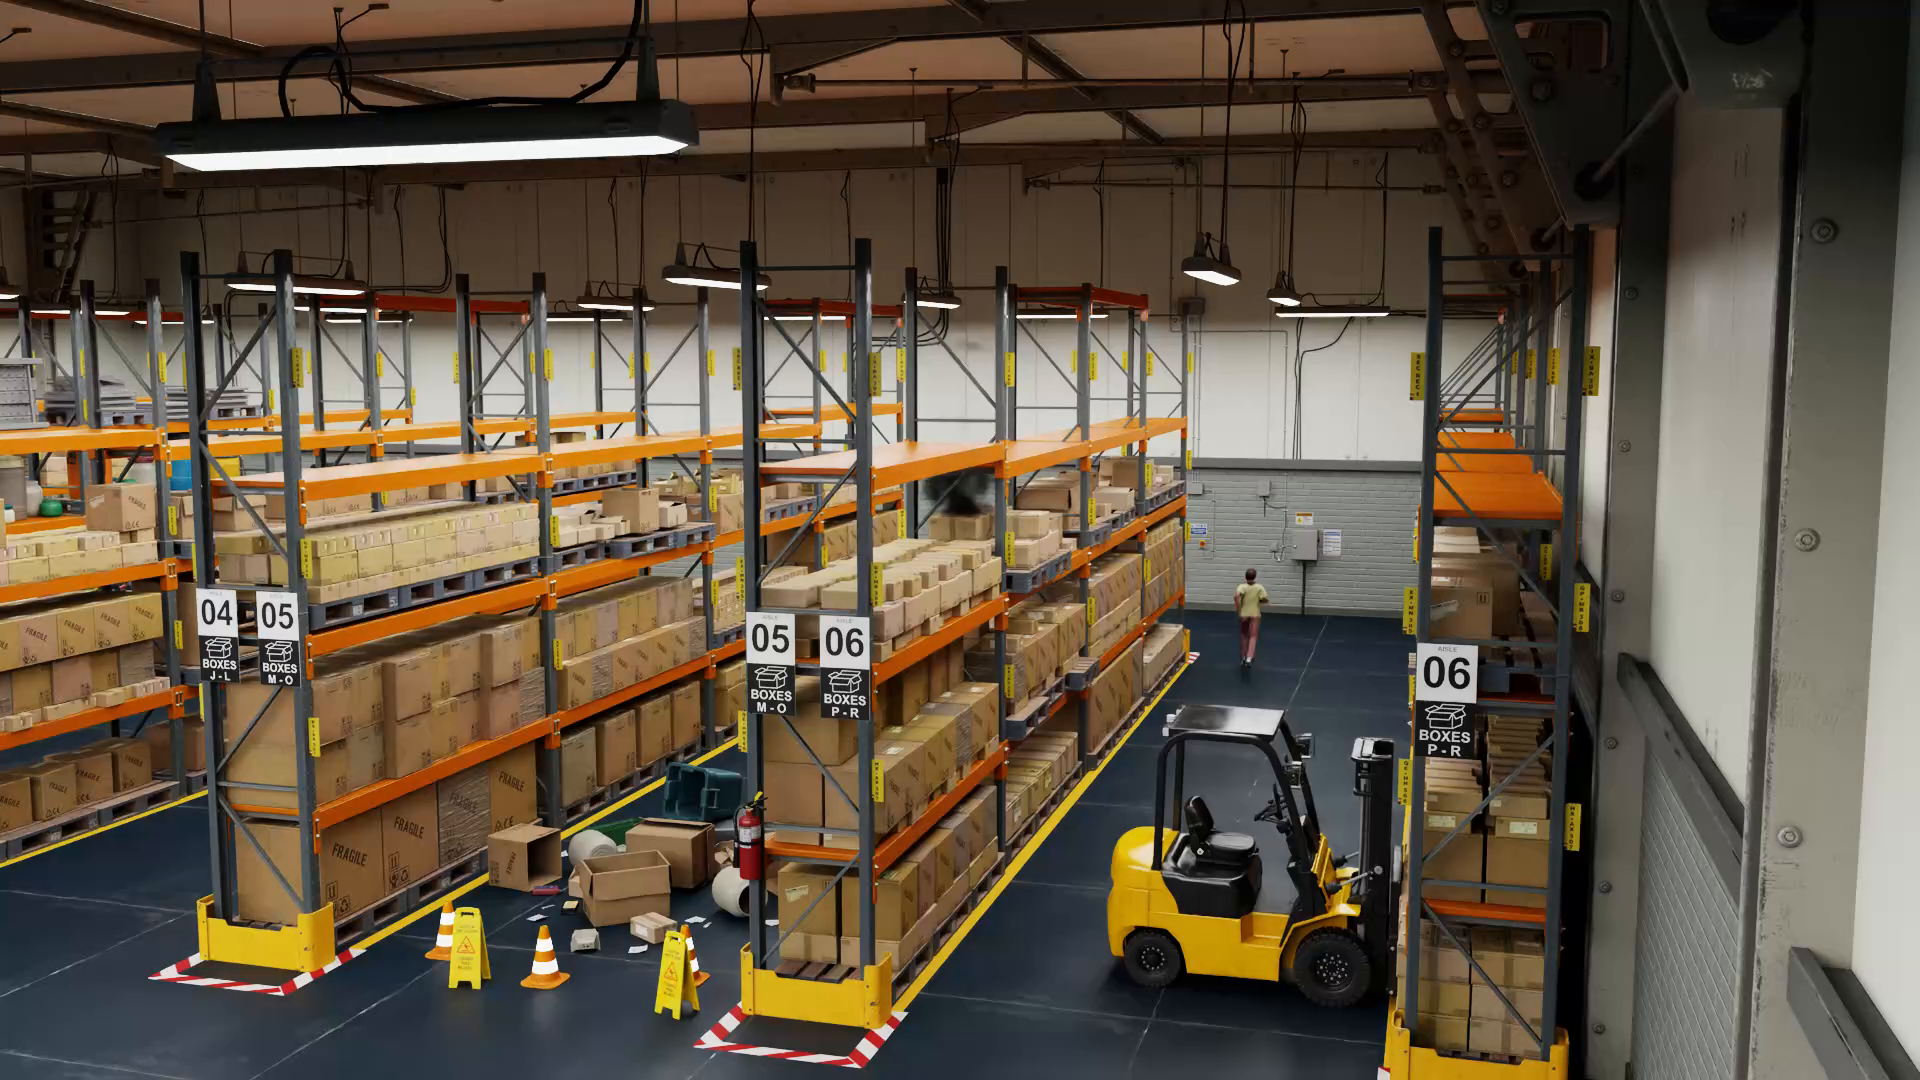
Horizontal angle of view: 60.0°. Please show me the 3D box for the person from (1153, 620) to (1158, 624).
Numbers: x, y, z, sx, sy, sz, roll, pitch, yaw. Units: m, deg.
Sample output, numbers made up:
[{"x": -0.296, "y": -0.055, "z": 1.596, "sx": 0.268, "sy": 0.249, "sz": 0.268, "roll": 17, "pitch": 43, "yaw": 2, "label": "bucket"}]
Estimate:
[{"x": 3.220, "y": 1.053, "z": 29.385, "sx": 0.686, "sy": 1.741, "sz": 0.663, "roll": 3, "pitch": 7, "yaw": 25, "label": "person"}]

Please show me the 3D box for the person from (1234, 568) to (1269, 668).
[{"x": 4.742, "y": 1.320, "z": 27.104, "sx": 0.544, "sy": 1.709, "sz": 1.008, "roll": 1, "pitch": 7, "yaw": 13, "label": "person"}]
